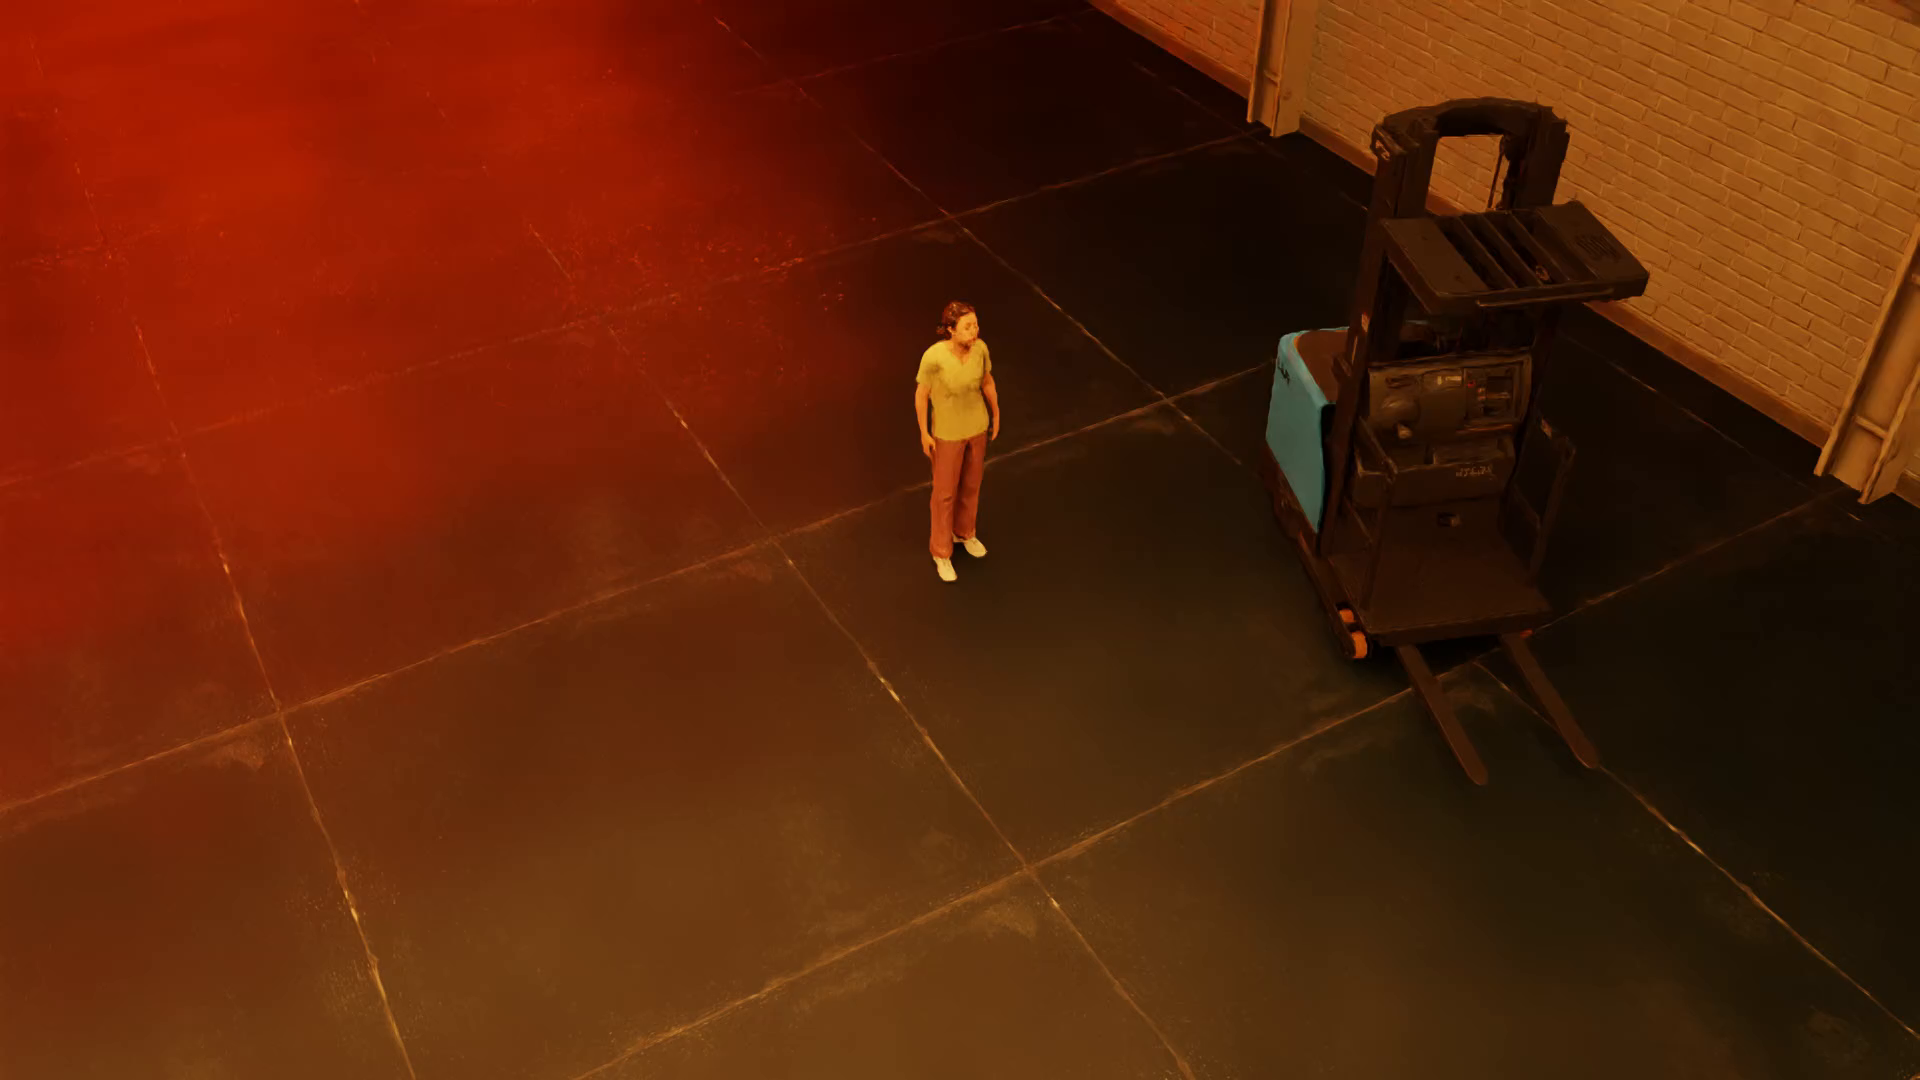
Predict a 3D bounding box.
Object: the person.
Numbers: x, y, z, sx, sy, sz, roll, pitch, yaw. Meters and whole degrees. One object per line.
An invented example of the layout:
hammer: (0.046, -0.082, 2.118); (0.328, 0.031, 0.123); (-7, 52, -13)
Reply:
person: (0.028, -0.606, 9.739); (0.554, 1.674, 0.548); (-20, 44, -23)

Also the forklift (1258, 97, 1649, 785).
forklift: (2.701, -0.700, 8.880); (1.130, 2.935, 3.031); (-7, 40, -8)
